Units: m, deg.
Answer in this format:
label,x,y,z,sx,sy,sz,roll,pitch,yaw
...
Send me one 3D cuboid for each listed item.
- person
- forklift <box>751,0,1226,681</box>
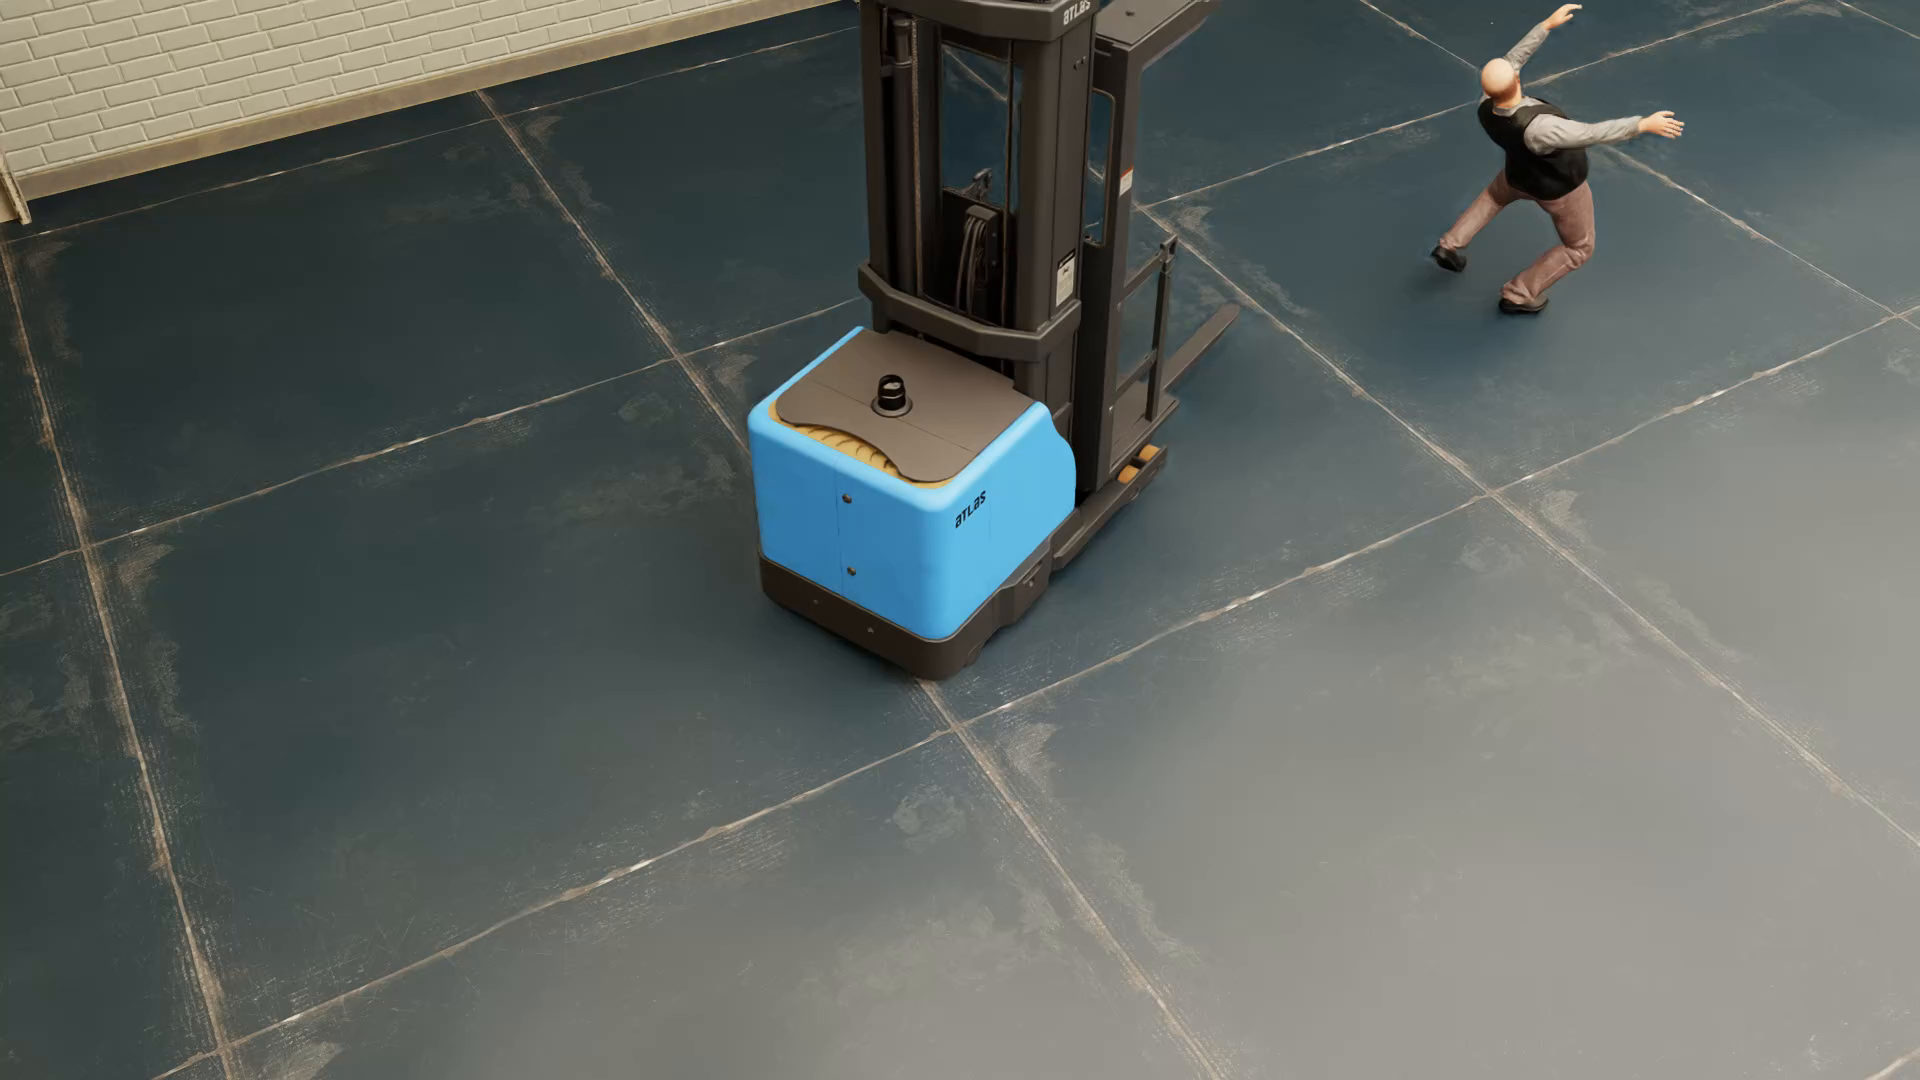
label,x,y,z,sx,sy,sz,roll,pitch,yaw
person,3.079,-1.899,8.708,0.678,1.597,1.012,-24,48,-24
forklift,0.335,-1.450,7.262,1.130,2.935,3.031,23,48,23
